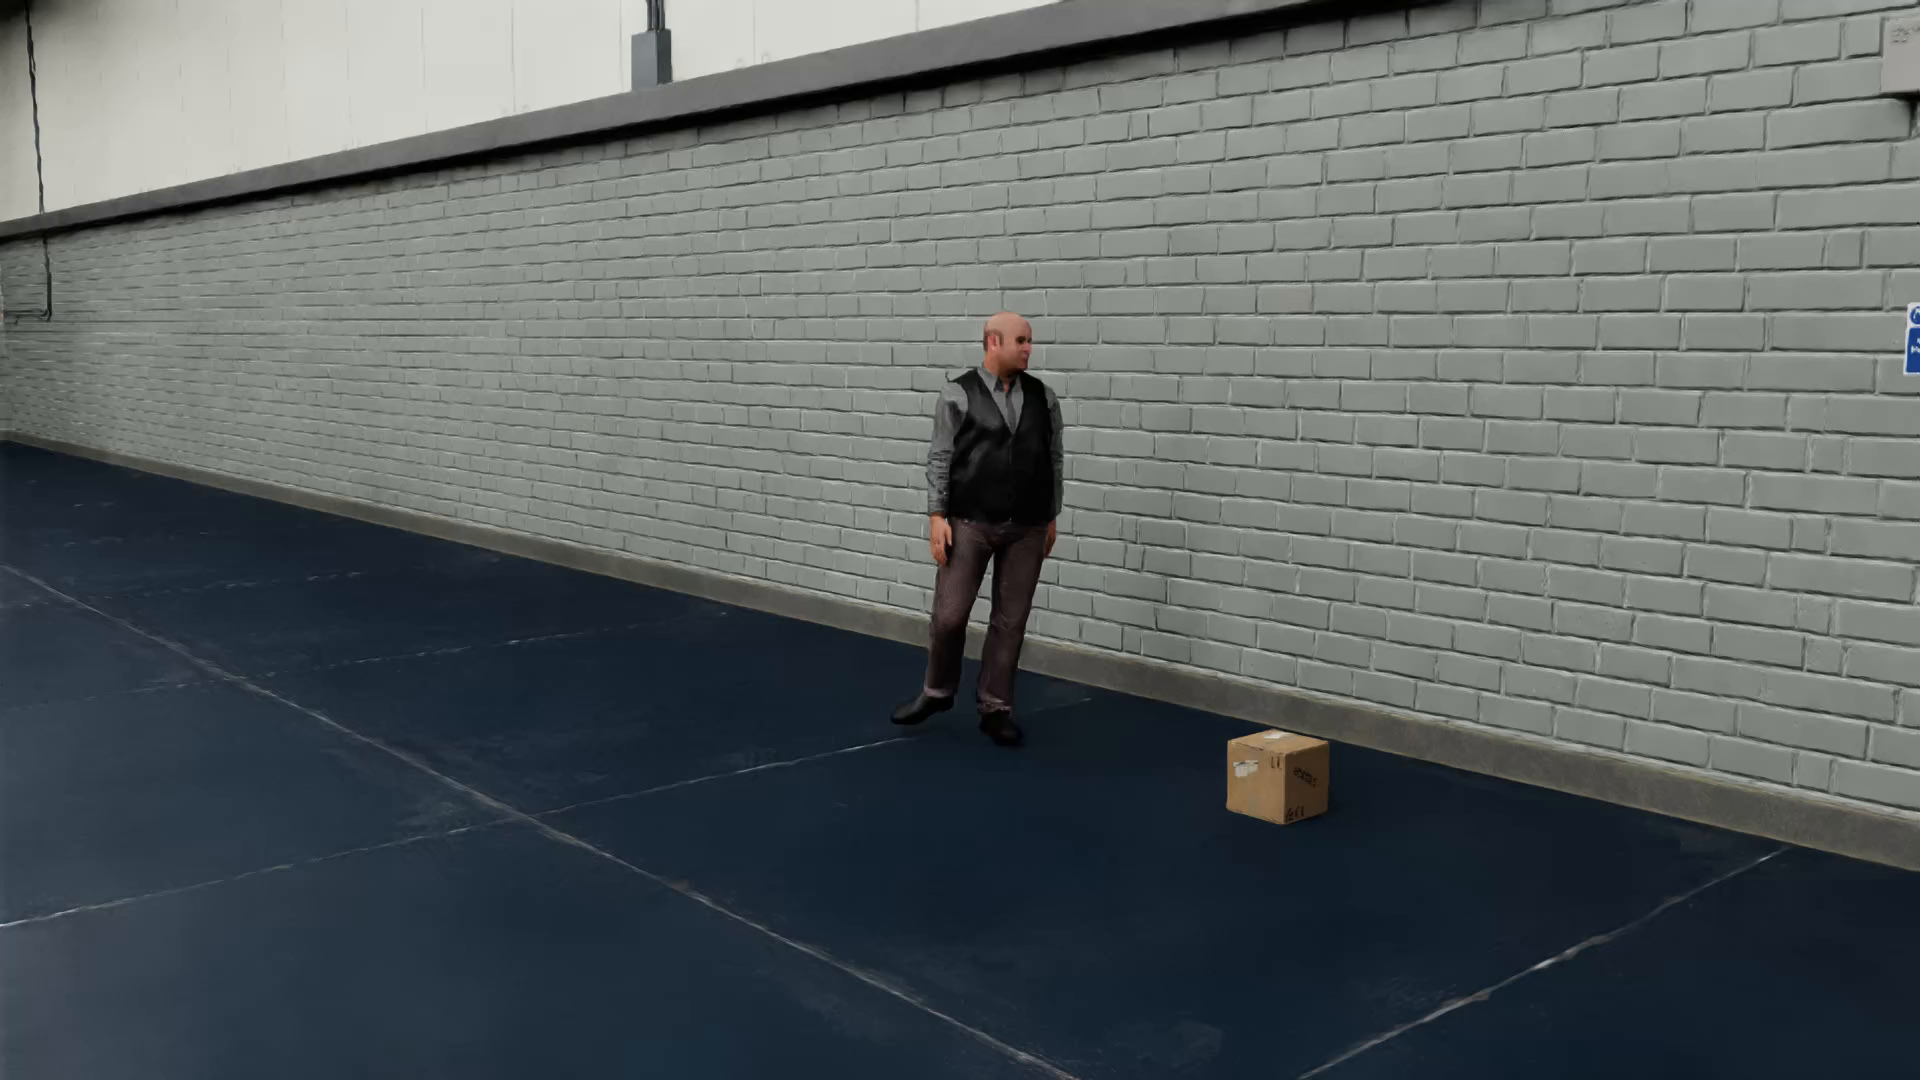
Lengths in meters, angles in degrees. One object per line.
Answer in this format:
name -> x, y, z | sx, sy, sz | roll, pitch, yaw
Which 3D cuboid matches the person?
person -> 0.080, -0.054, 6.663 | 0.703, 1.714, 0.457 | -2, 8, -14
